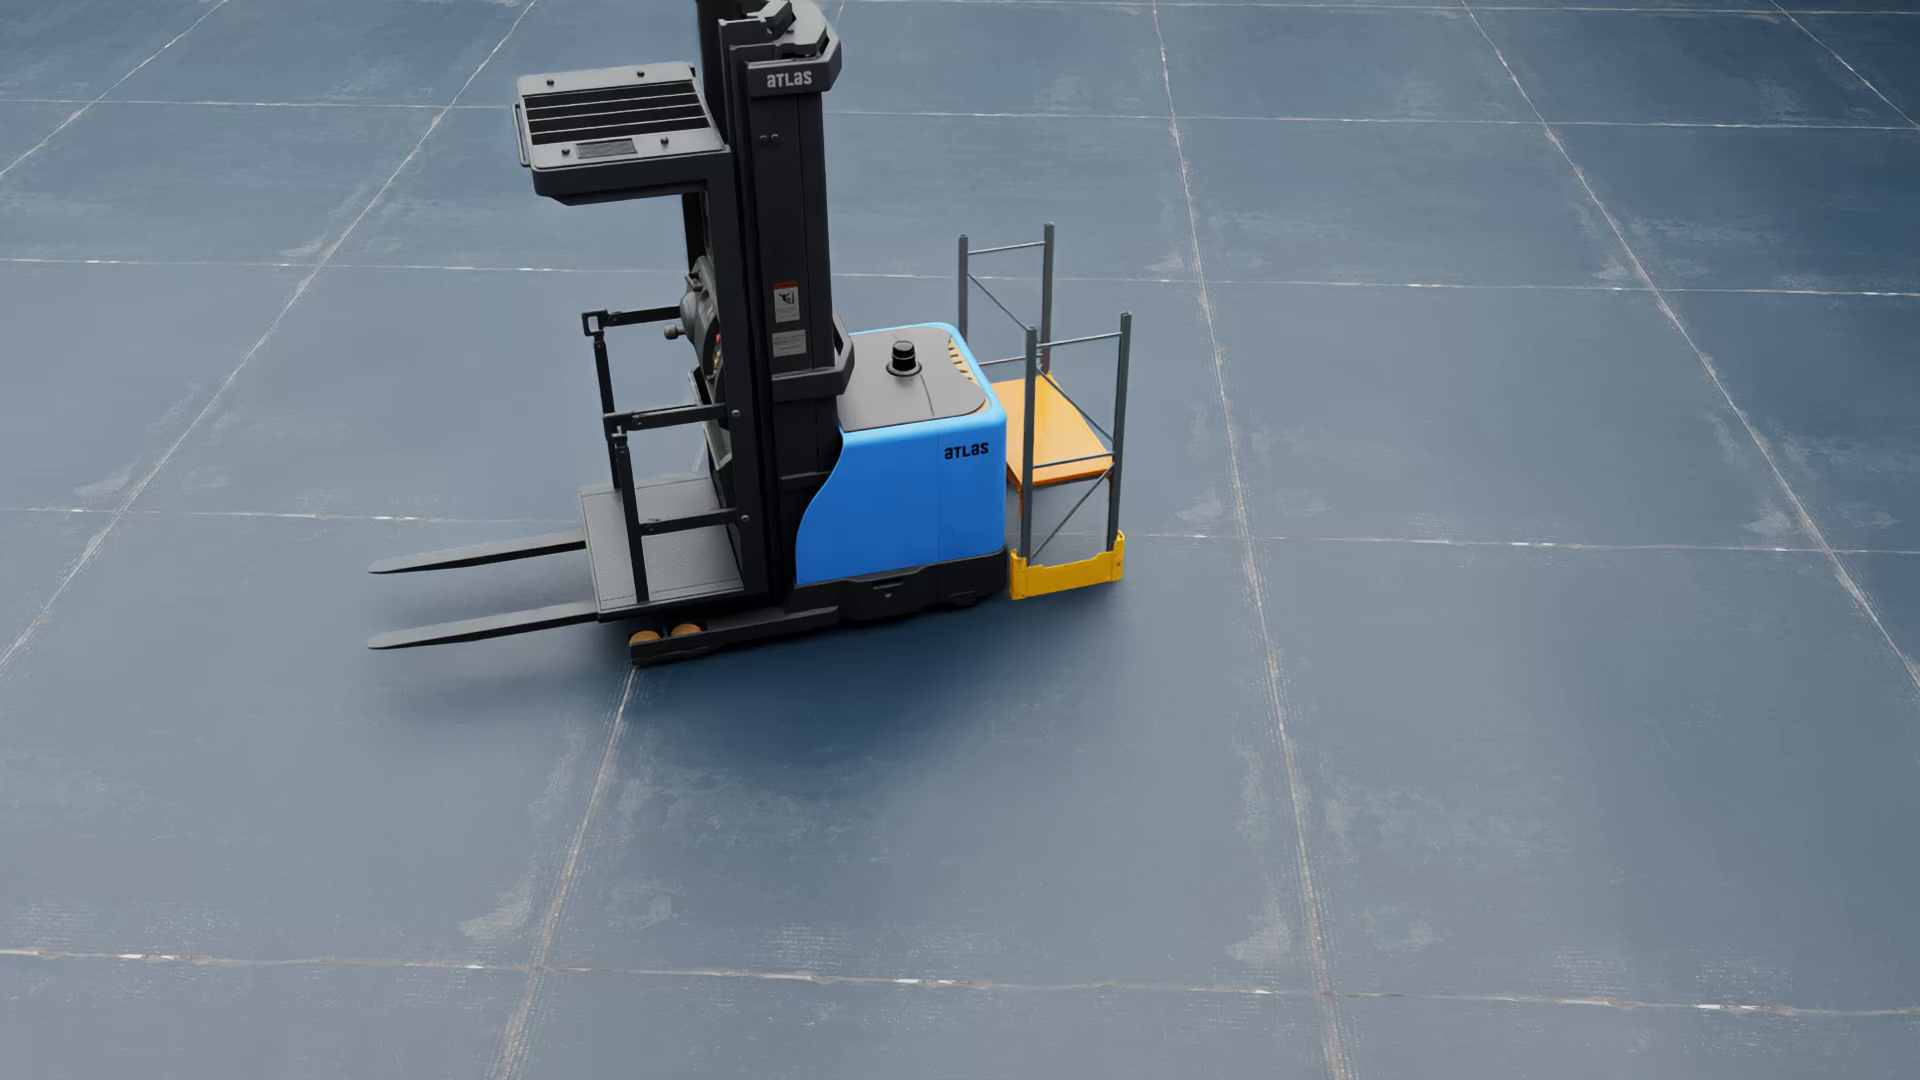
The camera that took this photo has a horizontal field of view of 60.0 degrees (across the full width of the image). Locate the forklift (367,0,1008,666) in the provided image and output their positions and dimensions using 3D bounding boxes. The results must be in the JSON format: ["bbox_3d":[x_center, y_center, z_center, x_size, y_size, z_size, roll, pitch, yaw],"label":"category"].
[{"bbox_3d":[-1.343,-0.943,7.489,3.031,2.935,1.130,-9,36,-13],"label":"forklift"}]

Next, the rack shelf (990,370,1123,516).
[{"bbox_3d":[0.385,-0.509,8.428,0.538,0.185,1.000,-10,36,-14],"label":"rack shelf"}]

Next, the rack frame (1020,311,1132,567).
[{"bbox_3d":[0.538,-0.377,7.928,0.500,1.500,0.032,-10,36,-14],"label":"rack frame"}]

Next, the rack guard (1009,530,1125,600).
[{"bbox_3d":[0.532,0.124,8.302,0.587,0.250,0.087,-10,36,-14],"label":"rack guard"}]

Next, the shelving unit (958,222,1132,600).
[{"bbox_3d":[0.382,-0.661,8.331,0.587,1.500,1.083,-10,36,-14],"label":"shelving unit"}]

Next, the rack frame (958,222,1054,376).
[{"bbox_3d":[0.231,-0.934,8.721,0.500,1.500,0.032,-10,36,-14],"label":"rack frame"}]
